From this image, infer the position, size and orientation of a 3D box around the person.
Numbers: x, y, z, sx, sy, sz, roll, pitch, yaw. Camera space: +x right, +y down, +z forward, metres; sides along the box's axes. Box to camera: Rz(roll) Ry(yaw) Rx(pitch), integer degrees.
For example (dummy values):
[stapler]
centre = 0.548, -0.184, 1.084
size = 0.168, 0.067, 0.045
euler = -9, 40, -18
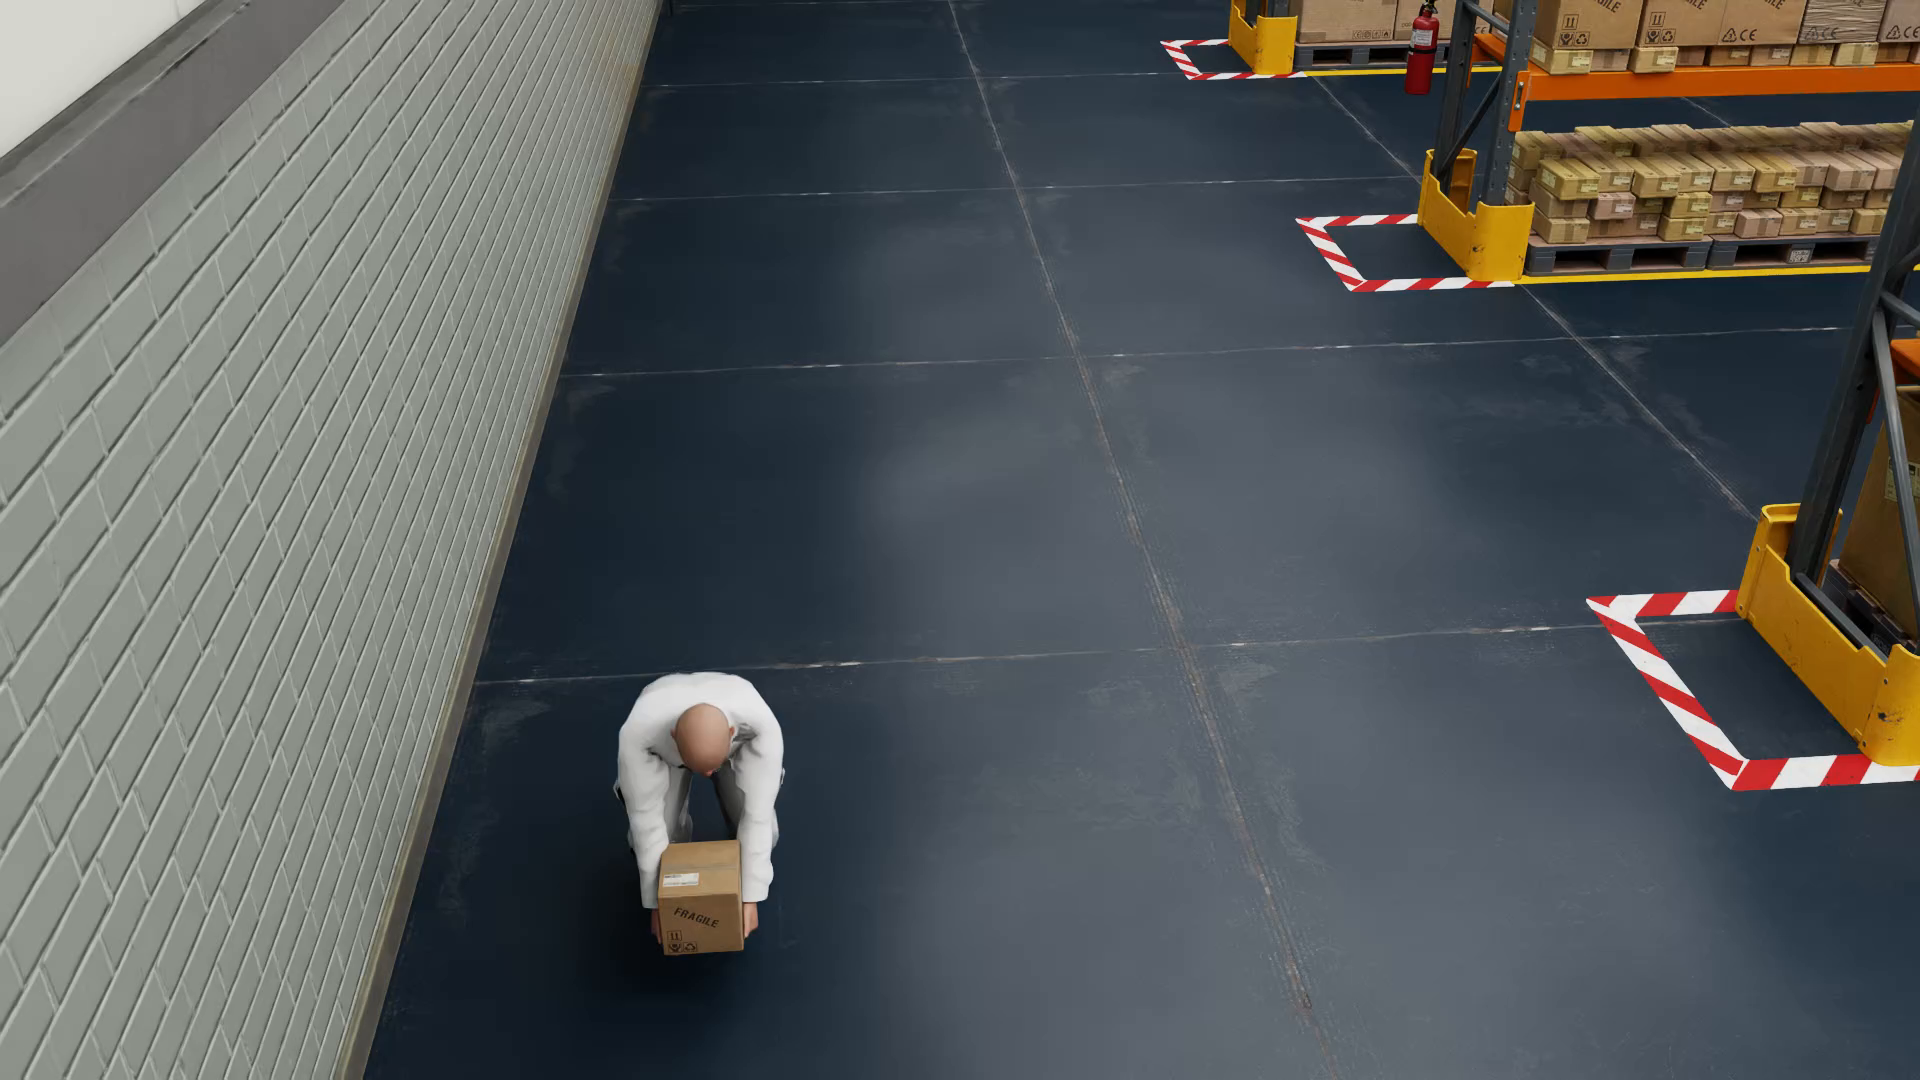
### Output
[person]
centre = -0.873, 0.848, 5.564
size = 0.580, 0.920, 0.938
euler = -3, 31, -6
